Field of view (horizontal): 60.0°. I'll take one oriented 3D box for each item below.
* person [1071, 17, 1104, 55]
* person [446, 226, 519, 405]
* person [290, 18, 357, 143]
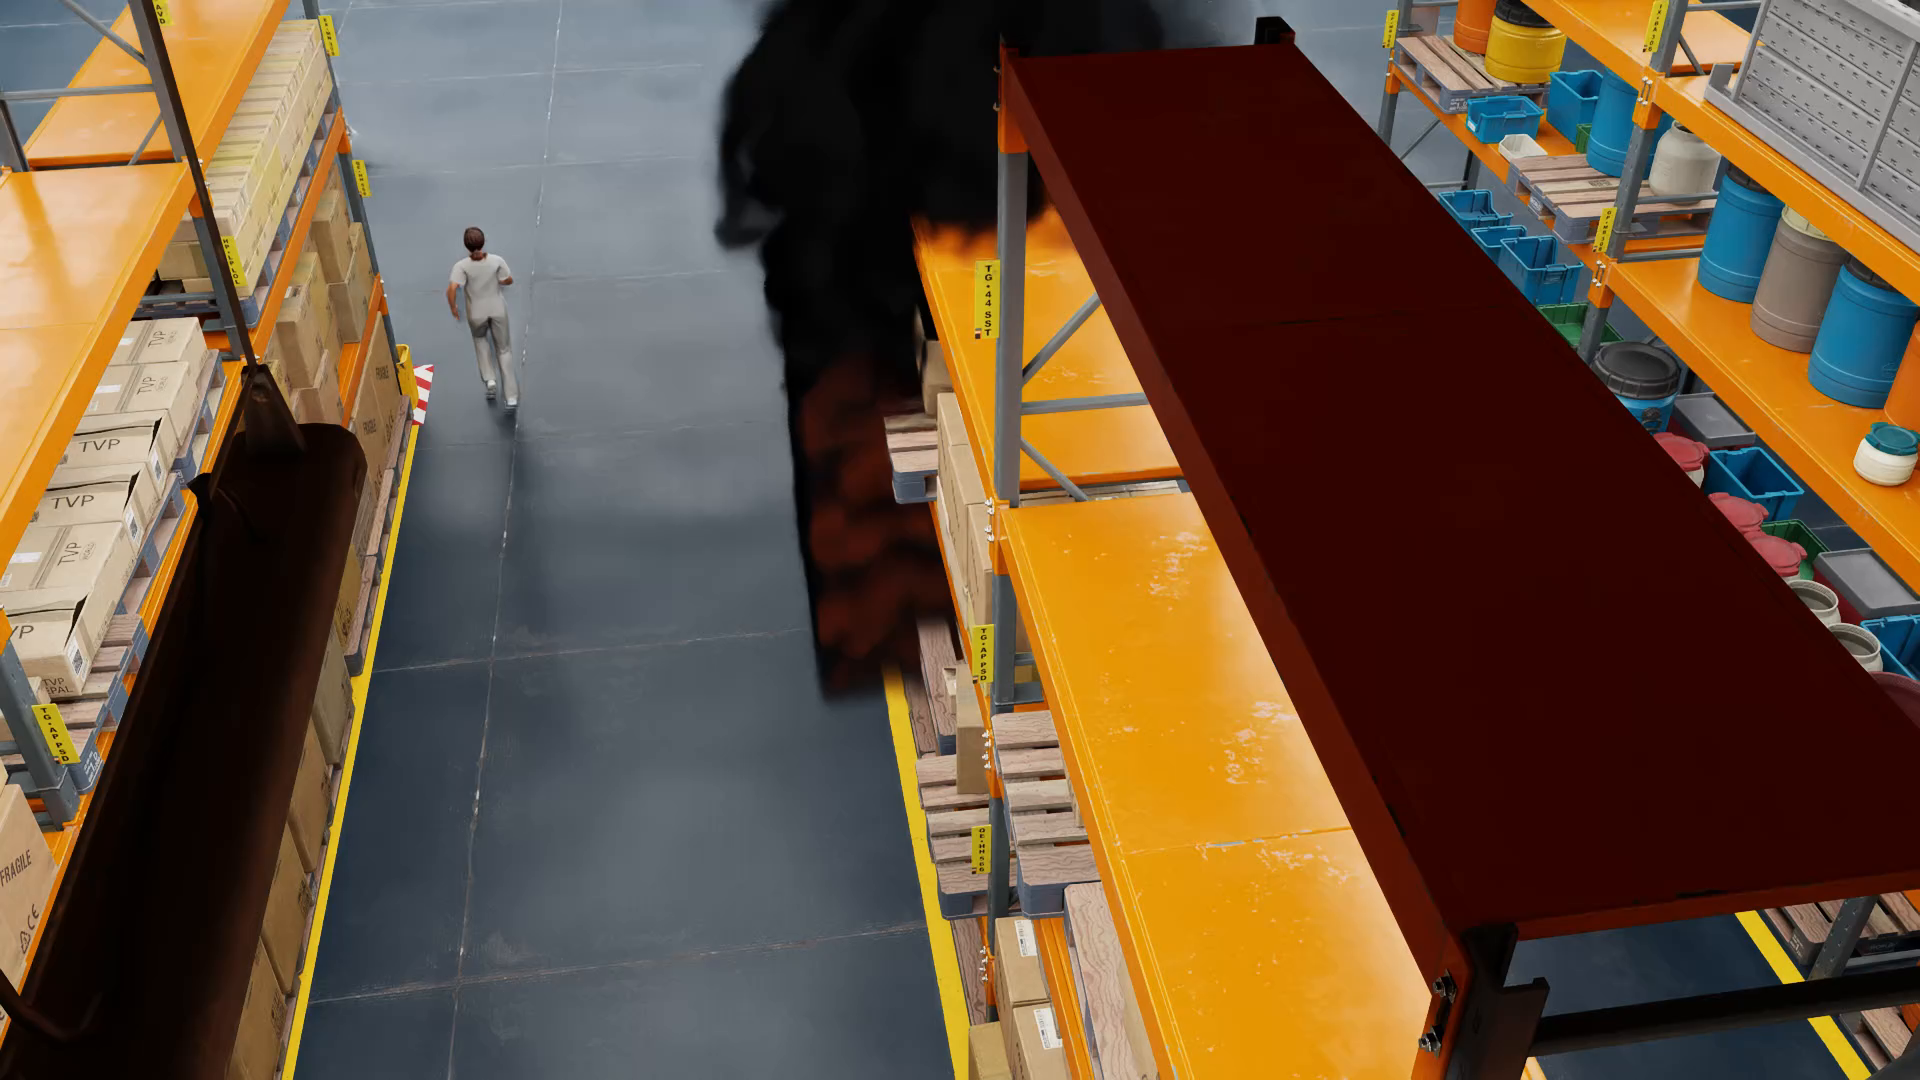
[{"bbox_3d":[1.497,-5.263,19.320,0.662,1.575,0.534,13,38,17],"label":"person"},{"bbox_3d":[-4.217,-1.982,14.764,0.591,1.712,0.704,-12,38,-16],"label":"person"},{"bbox_3d":[-7.482,-5.238,19.224,0.872,1.593,0.540,12,38,16],"label":"person"}]
